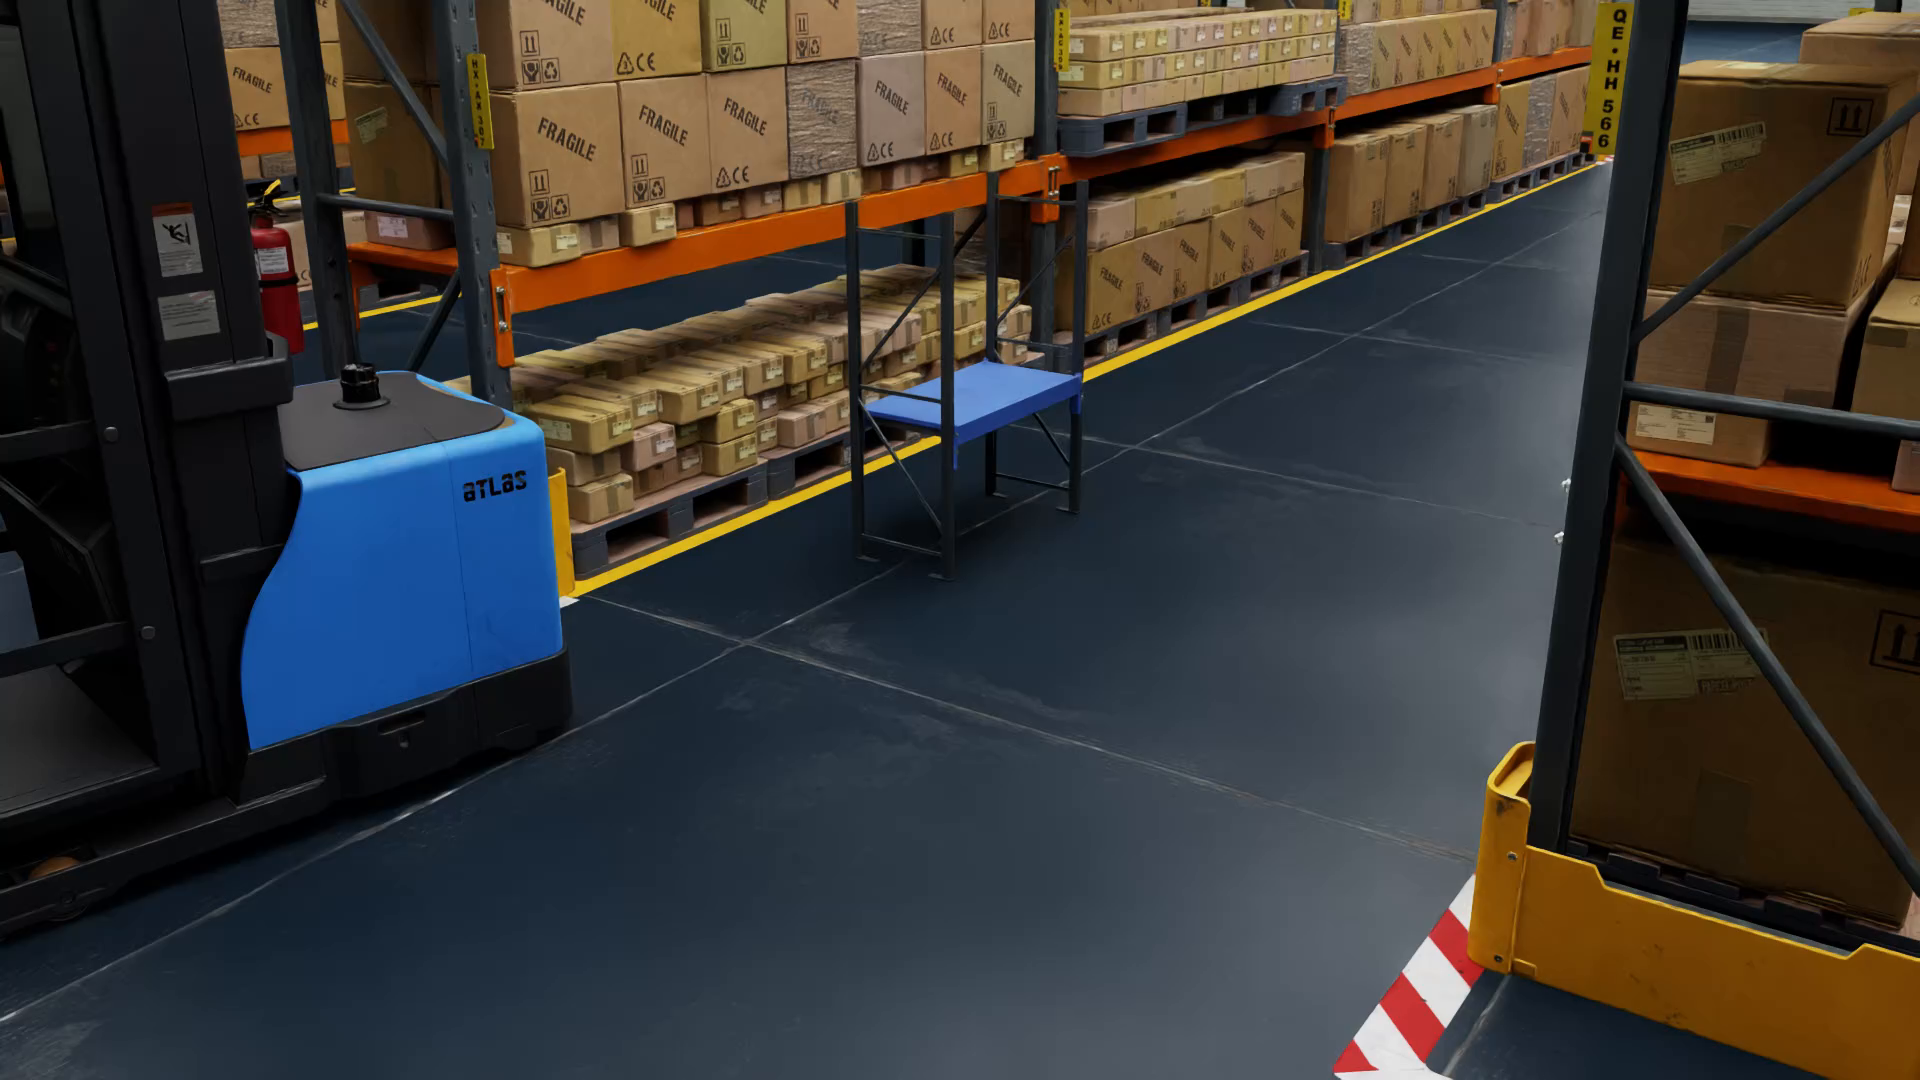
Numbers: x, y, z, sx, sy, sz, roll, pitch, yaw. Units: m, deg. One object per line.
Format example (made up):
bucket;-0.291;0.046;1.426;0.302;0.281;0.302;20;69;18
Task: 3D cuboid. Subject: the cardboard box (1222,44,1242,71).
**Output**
cardboard box;1.574;-3.095;10.636;0.380;0.149;0.250;13;24;31

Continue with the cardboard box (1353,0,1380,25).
cardboard box;2.887;-4.339;13.087;0.700;0.500;0.500;13;24;31

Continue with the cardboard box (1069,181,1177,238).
cardboard box;1.026;-2.094;10.518;0.500;0.250;0.500;14;25;33

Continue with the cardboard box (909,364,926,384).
cardboard box;-0.403;-0.886;8.840;0.380;0.149;0.250;13;24;31

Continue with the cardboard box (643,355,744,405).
cardboard box;-1.204;-0.716;7.523;0.380;0.149;0.250;12;23;29

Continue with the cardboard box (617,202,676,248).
cardboard box;-1.396;-1.315;6.858;0.380;0.149;0.250;12;24;30

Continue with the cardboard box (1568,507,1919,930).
cardboard box;2.185;0.341;4.477;0.875;0.875;0.875;13;24;32

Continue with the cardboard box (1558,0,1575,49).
cardboard box;5.959;-5.503;17.603;0.875;0.550;0.550;13;24;32

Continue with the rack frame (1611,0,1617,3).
rack frame;6.840;-5.847;18.747;1.000;3.000;0.127;13;24;32

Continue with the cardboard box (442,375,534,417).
cardboard box;-2.066;-0.596;7.199;0.380;0.149;0.250;14;24;32

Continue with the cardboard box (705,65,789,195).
cardboard box;-1.108;-1.814;7.272;0.500;0.500;0.500;14;24;33

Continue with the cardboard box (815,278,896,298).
cardboard box;-0.576;-1.334;9.195;0.380;0.149;0.250;13;24;31

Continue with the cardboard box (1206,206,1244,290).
cardboard box;1.611;-2.033;11.435;0.500;0.500;0.500;12;23;29

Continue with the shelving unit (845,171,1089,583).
shelving unit;0.048;-0.728;7.071;0.538;1.500;1.048;13;24;32

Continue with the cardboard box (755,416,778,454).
cardboard box;-1.082;-0.511;7.827;0.380;0.149;0.250;13;24;32

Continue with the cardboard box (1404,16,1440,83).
cardboard box;3.668;-4.108;13.902;0.500;0.500;0.500;13;24;31

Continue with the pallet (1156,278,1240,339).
pallet;1.216;-1.671;11.478;1.003;0.211;1.213;13;24;32

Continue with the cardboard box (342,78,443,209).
cardboard box;-2.114;-1.621;6.752;0.500;0.500;0.500;14;24;33

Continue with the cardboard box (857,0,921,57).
cardboard box;-0.532;-2.578;7.896;0.500;0.500;0.500;14;24;33

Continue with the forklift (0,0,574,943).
forklift;-2.703;-0.505;4.405;3.031;2.935;1.130;-18;27;-40

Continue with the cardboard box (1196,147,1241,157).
cardboard box;1.755;-2.777;12.365;0.500;0.250;0.500;12;23;29

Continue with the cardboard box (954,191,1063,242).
cardboard box;0.304;-2.043;10.381;0.500;0.250;0.500;13;24;30

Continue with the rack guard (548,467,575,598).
rack guard;-2.111;-0.105;6.829;1.175;0.500;0.348;13;24;32

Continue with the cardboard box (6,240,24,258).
cardboard box;-5.509;-1.661;10.518;0.875;0.438;0.875;14;25;33

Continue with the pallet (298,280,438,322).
pallet;-4.548;-1.829;11.906;1.003;0.211;1.213;13;24;32

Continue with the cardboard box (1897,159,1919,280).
cardboard box;2.665;-0.909;4.105;0.500;0.500;0.500;13;24;31

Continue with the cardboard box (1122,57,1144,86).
cardboard box;0.840;-2.720;9.623;0.380;0.149;0.250;13;24;31

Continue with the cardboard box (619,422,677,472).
cardboard box;-1.447;-0.423;7.160;0.380;0.149;0.250;13;24;32

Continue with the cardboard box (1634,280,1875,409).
cardboard box;1.944;-0.520;4.133;0.500;0.250;0.500;13;24;31

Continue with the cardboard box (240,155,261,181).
cardboard box;-7.130;-3.723;16.005;0.500;0.500;0.500;12;24;30

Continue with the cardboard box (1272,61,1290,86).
cardboard box;2.018;-3.184;11.305;0.380;0.149;0.250;13;24;31

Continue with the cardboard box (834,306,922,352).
cardboard box;-0.421;-1.081;8.510;0.380;0.149;0.250;12;23;29

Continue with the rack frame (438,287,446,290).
rack frame;-4.056;-3.340;11.971;1.000;3.000;0.127;13;24;32

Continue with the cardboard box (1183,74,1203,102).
cardboard box;1.276;-2.803;10.275;0.380;0.149;0.250;12;23;29

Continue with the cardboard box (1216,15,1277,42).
cardboard box;1.869;-3.387;10.998;0.380;0.149;0.250;13;24;32

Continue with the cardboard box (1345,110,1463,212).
cardboard box;3.772;-3.369;14.687;1.050;0.750;0.750;13;24;32

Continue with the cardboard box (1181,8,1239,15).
cardboard box;1.774;-3.737;11.943;0.380;0.149;0.250;13;24;30

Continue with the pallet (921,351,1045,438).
pallet;-0.254;-0.896;9.383;1.003;0.211;1.213;13;24;32

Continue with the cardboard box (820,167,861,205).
cardboard box;-0.692;-1.696;7.887;0.380;0.149;0.250;14;24;33

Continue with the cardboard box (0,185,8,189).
cardboard box;-8.730;-3.099;14.590;0.500;0.311;0.500;14;25;34

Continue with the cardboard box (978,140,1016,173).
cardboard box;0.073;-2.063;8.880;0.380;0.149;0.250;13;24;30

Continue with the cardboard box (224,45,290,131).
cardboard box;-4.661;-2.908;10.659;0.500;0.500;0.500;13;24;31

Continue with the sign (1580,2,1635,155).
sign;1.450;-1.024;3.698;0.100;0.325;0.005;13;24;32

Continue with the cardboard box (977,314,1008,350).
cardboard box;0.039;-1.171;9.181;0.380;0.149;0.250;12;23;29

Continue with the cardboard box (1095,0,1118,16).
cardboard box;1.475;-6.184;19.086;0.500;0.500;0.500;13;24;31

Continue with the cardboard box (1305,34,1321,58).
cardboard box;2.293;-3.462;11.630;0.380;0.149;0.250;14;25;34

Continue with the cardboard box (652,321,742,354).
cardboard box;-1.294;-0.960;8.183;0.380;0.149;0.250;12;24;30

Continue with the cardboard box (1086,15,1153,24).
cardboard box;1.042;-3.366;10.941;0.380;0.149;0.250;13;24;31

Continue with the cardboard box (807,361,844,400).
cardboard box;-0.799;-0.819;8.231;0.380;0.149;0.250;15;25;34

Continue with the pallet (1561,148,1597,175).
pallet;6.455;-4.294;18.570;1.003;0.211;1.213;13;24;32

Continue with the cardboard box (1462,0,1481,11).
cardboard box;4.317;-5.071;15.065;0.700;0.500;0.500;13;24;31

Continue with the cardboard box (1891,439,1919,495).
cardboard box;2.364;-0.179;3.788;0.380;0.149;0.250;14;24;32

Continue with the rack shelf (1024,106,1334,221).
rack shelf;1.219;-2.640;11.115;1.077;0.370;4.000;13;24;32

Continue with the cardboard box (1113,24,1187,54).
cardboard box;1.137;-3.010;9.979;0.380;0.149;0.250;13;24;31

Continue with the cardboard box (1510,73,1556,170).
cardboard box;5.507;-4.326;17.092;0.875;0.875;0.875;13;24;32
